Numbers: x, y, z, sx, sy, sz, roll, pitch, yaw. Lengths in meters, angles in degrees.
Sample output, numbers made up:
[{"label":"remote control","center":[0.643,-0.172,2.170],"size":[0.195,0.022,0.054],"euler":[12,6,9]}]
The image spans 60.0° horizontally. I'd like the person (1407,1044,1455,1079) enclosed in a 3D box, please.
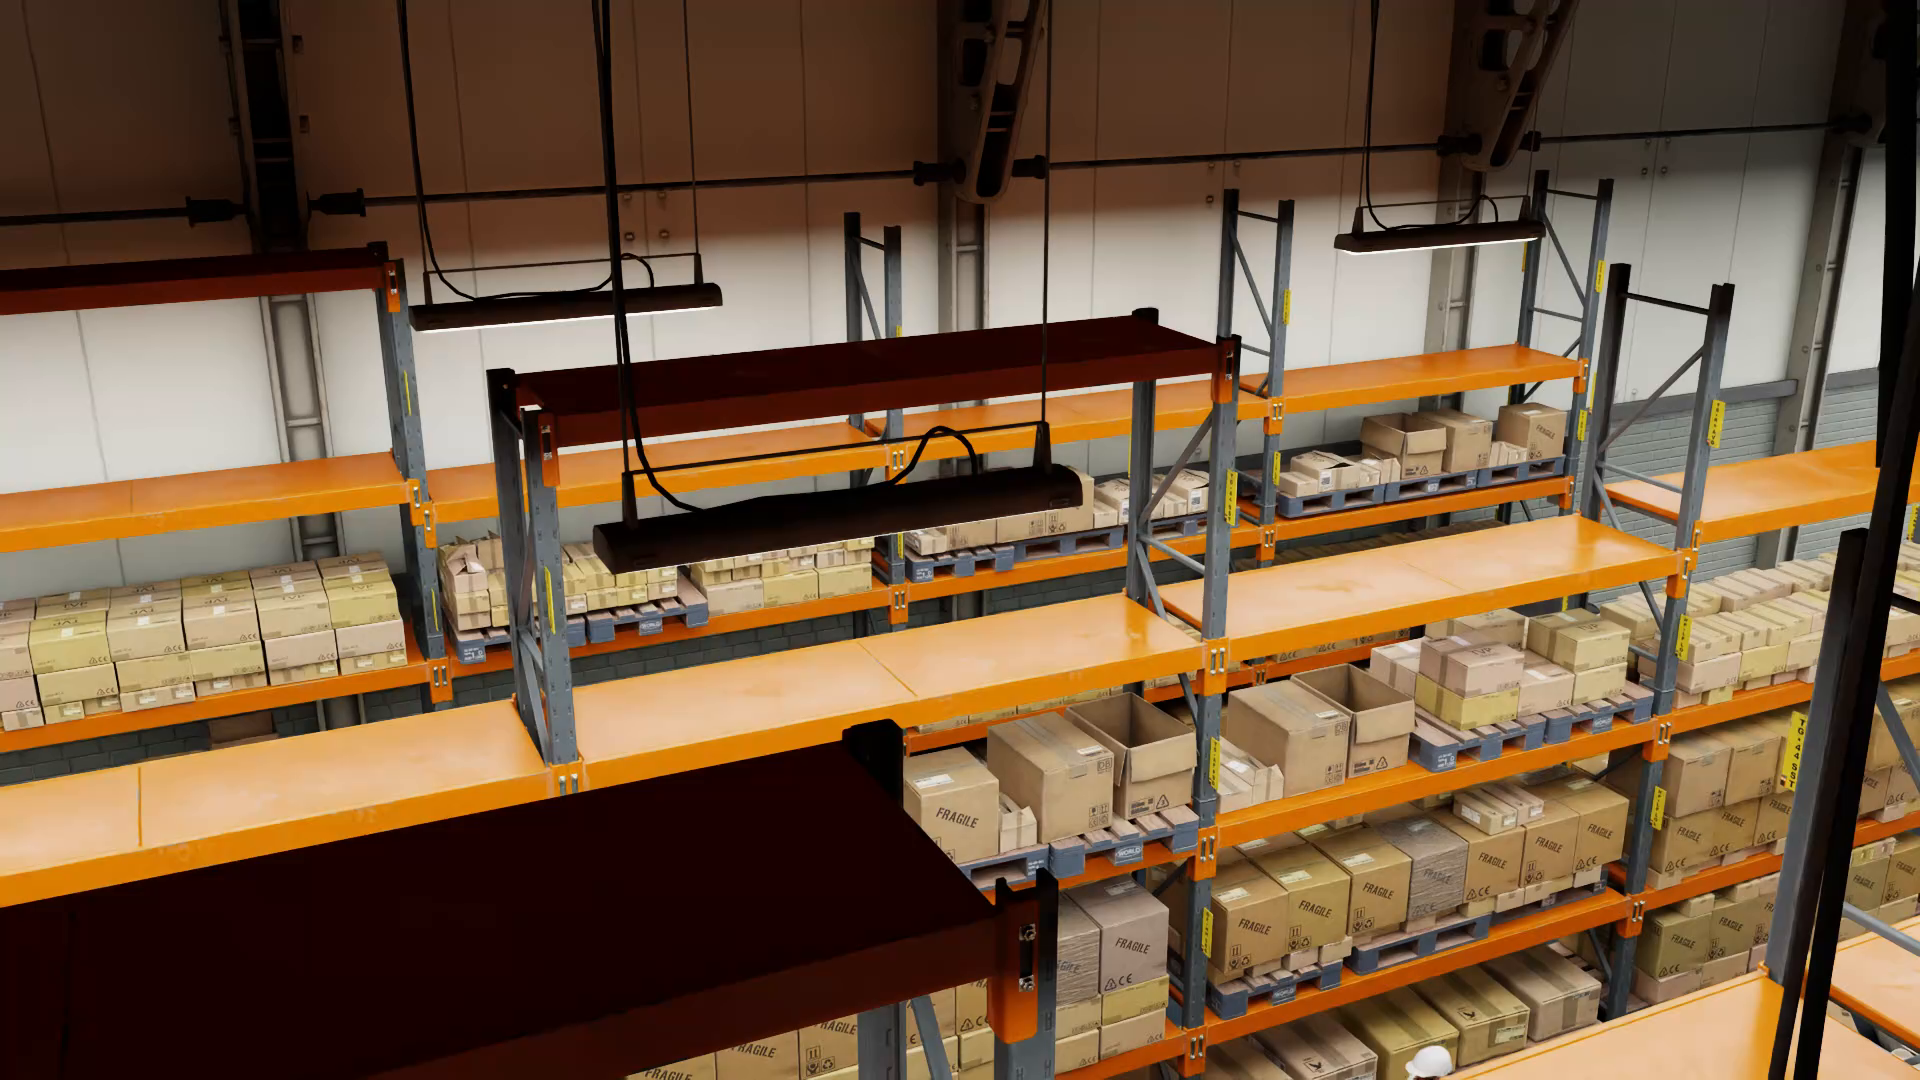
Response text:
[{"label":"person","center":[2.963,3.944,10.404],"size":[0.438,1.764,0.619],"euler":[-8,20,-23]}]
